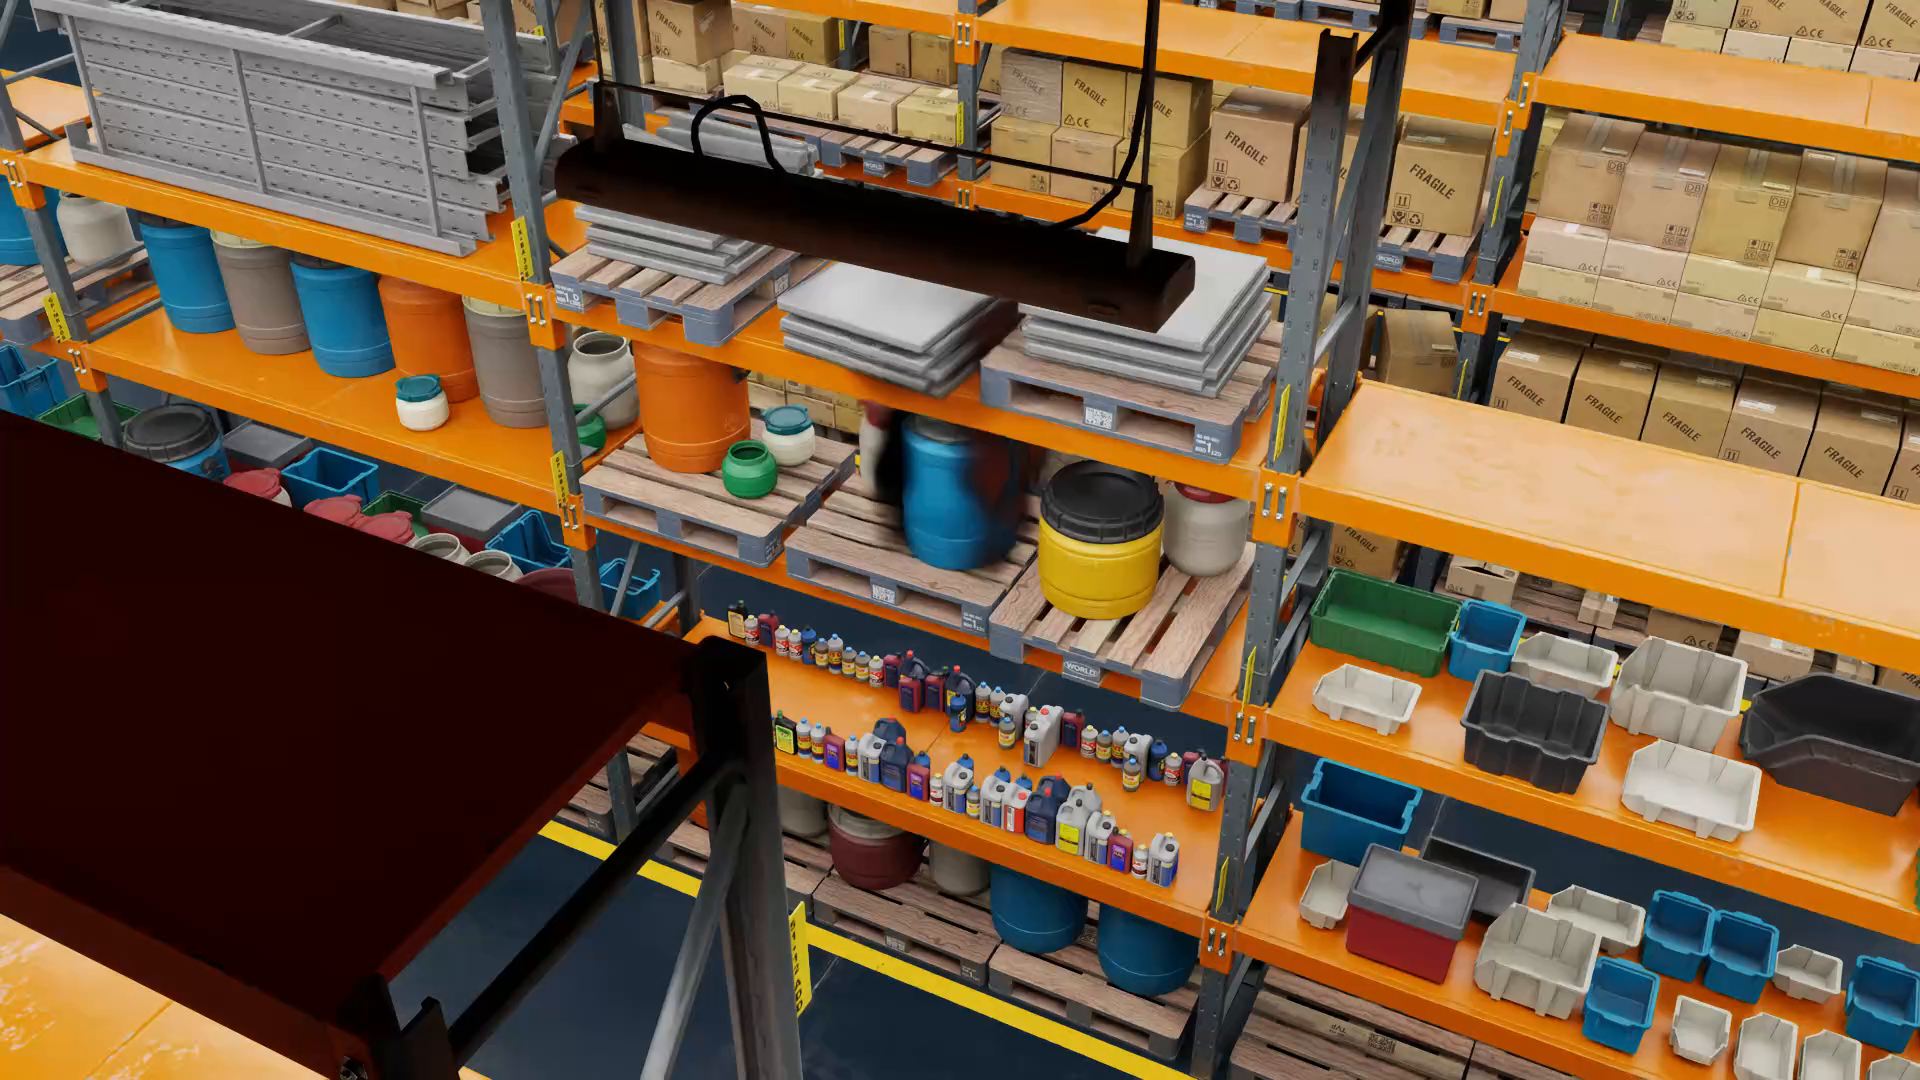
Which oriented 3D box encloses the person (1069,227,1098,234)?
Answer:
[{"bbox_3d":[1.386,-3.238,17.059,0.595,1.653,0.516,-23,41,-29],"label":"person"}]
